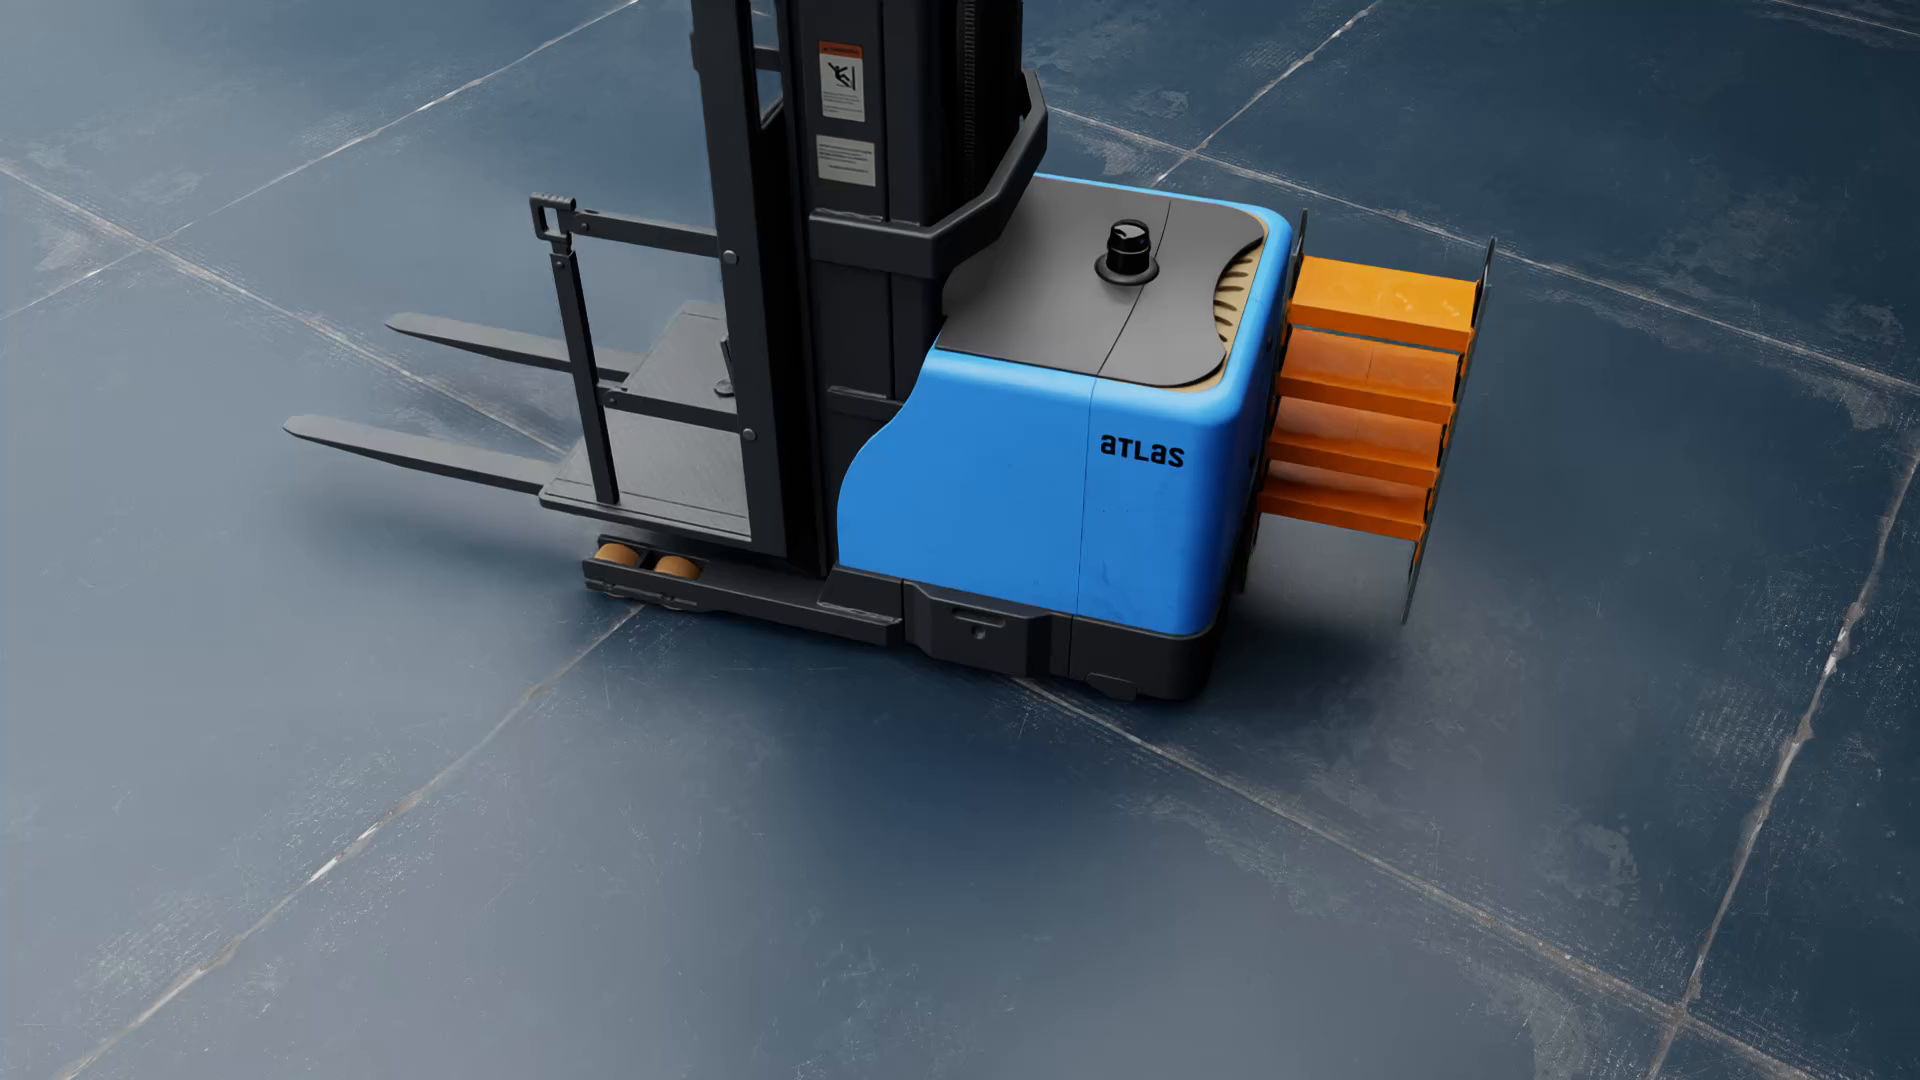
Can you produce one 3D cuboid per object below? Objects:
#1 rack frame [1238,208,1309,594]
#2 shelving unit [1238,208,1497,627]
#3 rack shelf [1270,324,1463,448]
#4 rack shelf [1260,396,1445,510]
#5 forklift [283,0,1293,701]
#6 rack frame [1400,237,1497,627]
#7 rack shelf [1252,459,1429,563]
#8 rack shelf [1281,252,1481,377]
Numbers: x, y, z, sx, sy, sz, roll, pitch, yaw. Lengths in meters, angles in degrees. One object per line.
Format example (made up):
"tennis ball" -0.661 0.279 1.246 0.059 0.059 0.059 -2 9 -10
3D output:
"rack frame" 0.890 -0.361 4.753 0.015 1.200 0.240 12 43 13
"shelving unit" 1.123 -0.313 4.700 0.503 1.200 0.258 12 43 13
"rack shelf" 1.123 -0.430 4.596 0.480 0.148 0.258 12 43 13
"rack shelf" 1.123 -0.263 4.745 0.480 0.148 0.258 12 43 13
"forklift" -0.625 -1.204 4.398 3.031 2.935 1.130 12 43 13
"rack frame" 1.356 -0.266 4.647 0.015 1.200 0.240 12 43 13
"rack shelf" 1.123 -0.115 4.877 0.480 0.148 0.258 12 43 13
"rack shelf" 1.123 -0.606 4.438 0.480 0.148 0.258 12 43 13
